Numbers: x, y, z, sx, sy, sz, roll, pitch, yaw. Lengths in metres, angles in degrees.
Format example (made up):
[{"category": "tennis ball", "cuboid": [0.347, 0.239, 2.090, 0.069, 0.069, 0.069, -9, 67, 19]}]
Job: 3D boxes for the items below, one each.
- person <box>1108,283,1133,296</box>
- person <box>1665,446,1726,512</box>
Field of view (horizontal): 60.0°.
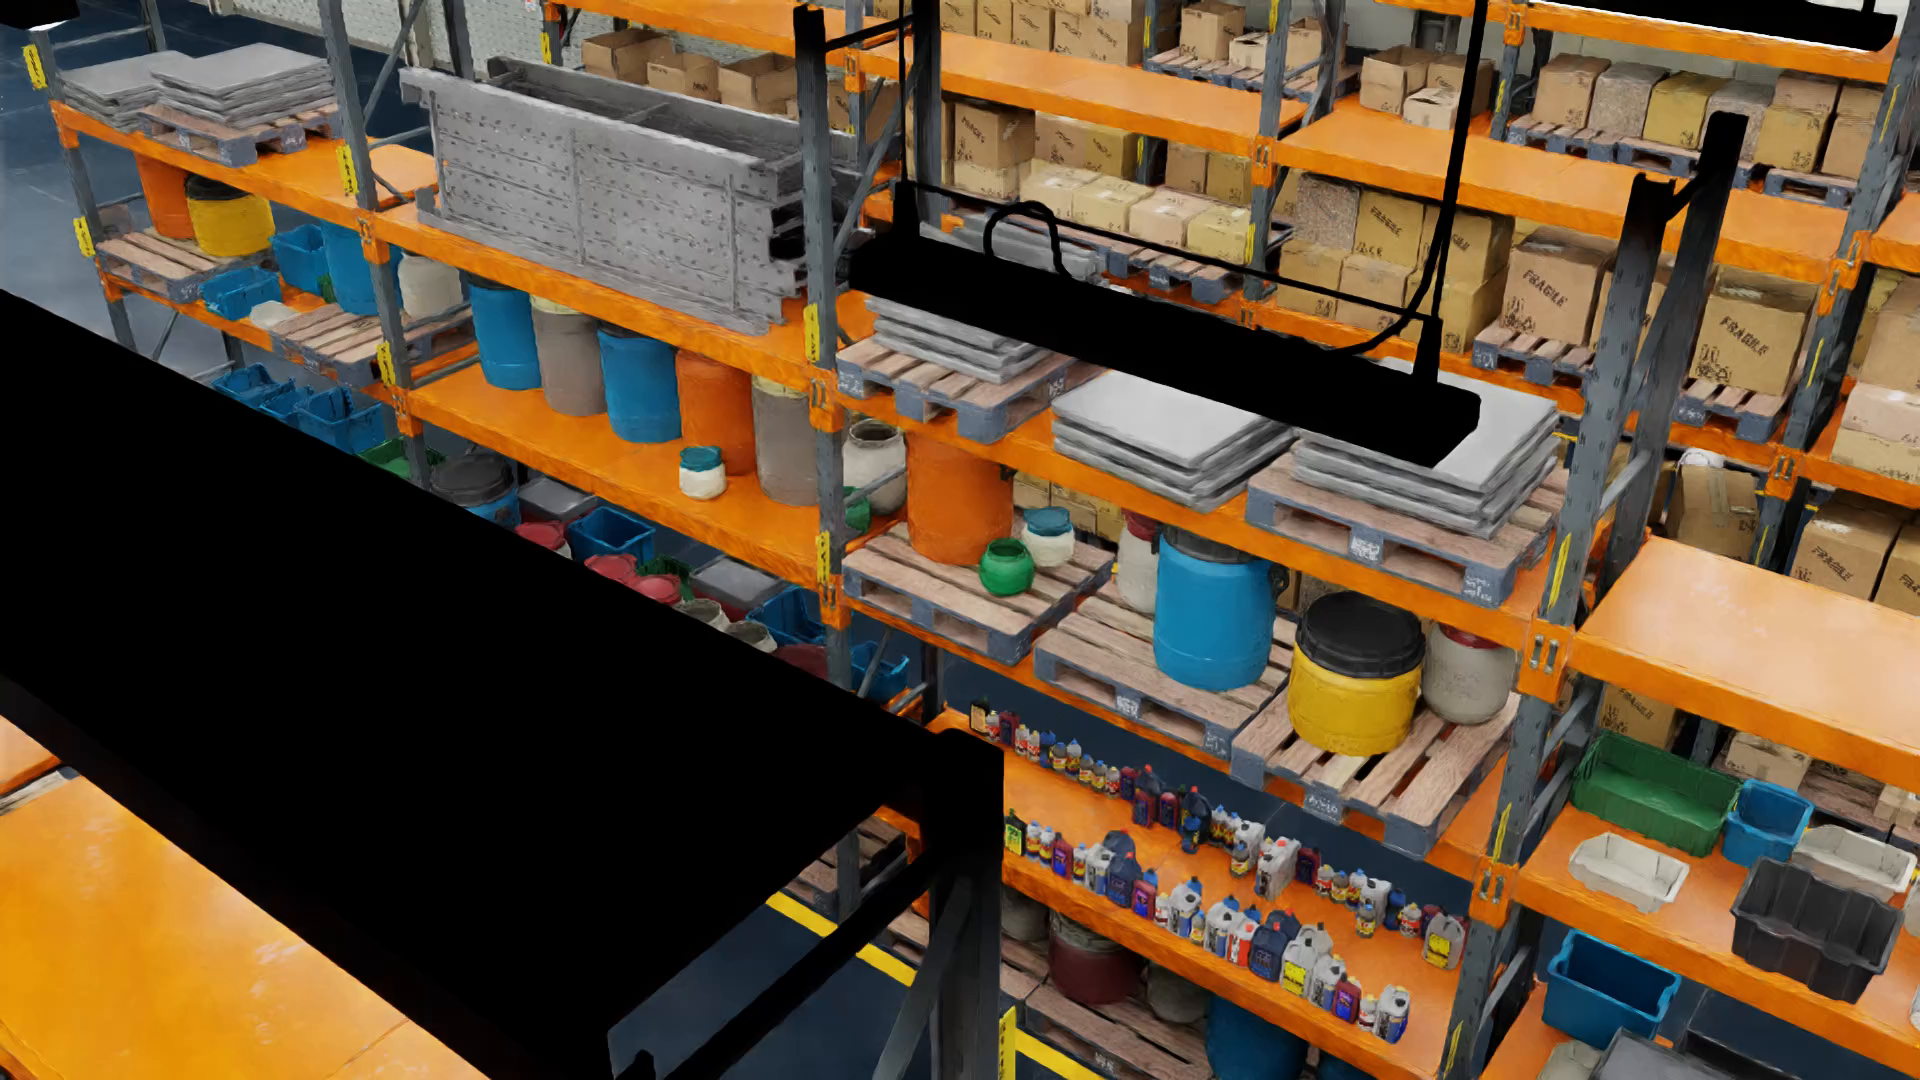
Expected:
[{"category": "person", "cuboid": [1.577, -2.113, 17.165, 0.989, 1.625, 0.463, 21, 37, 30]}, {"category": "person", "cuboid": [6.241, -0.351, 14.214, 1.128, 1.689, 0.575, 20, 37, 29]}]
